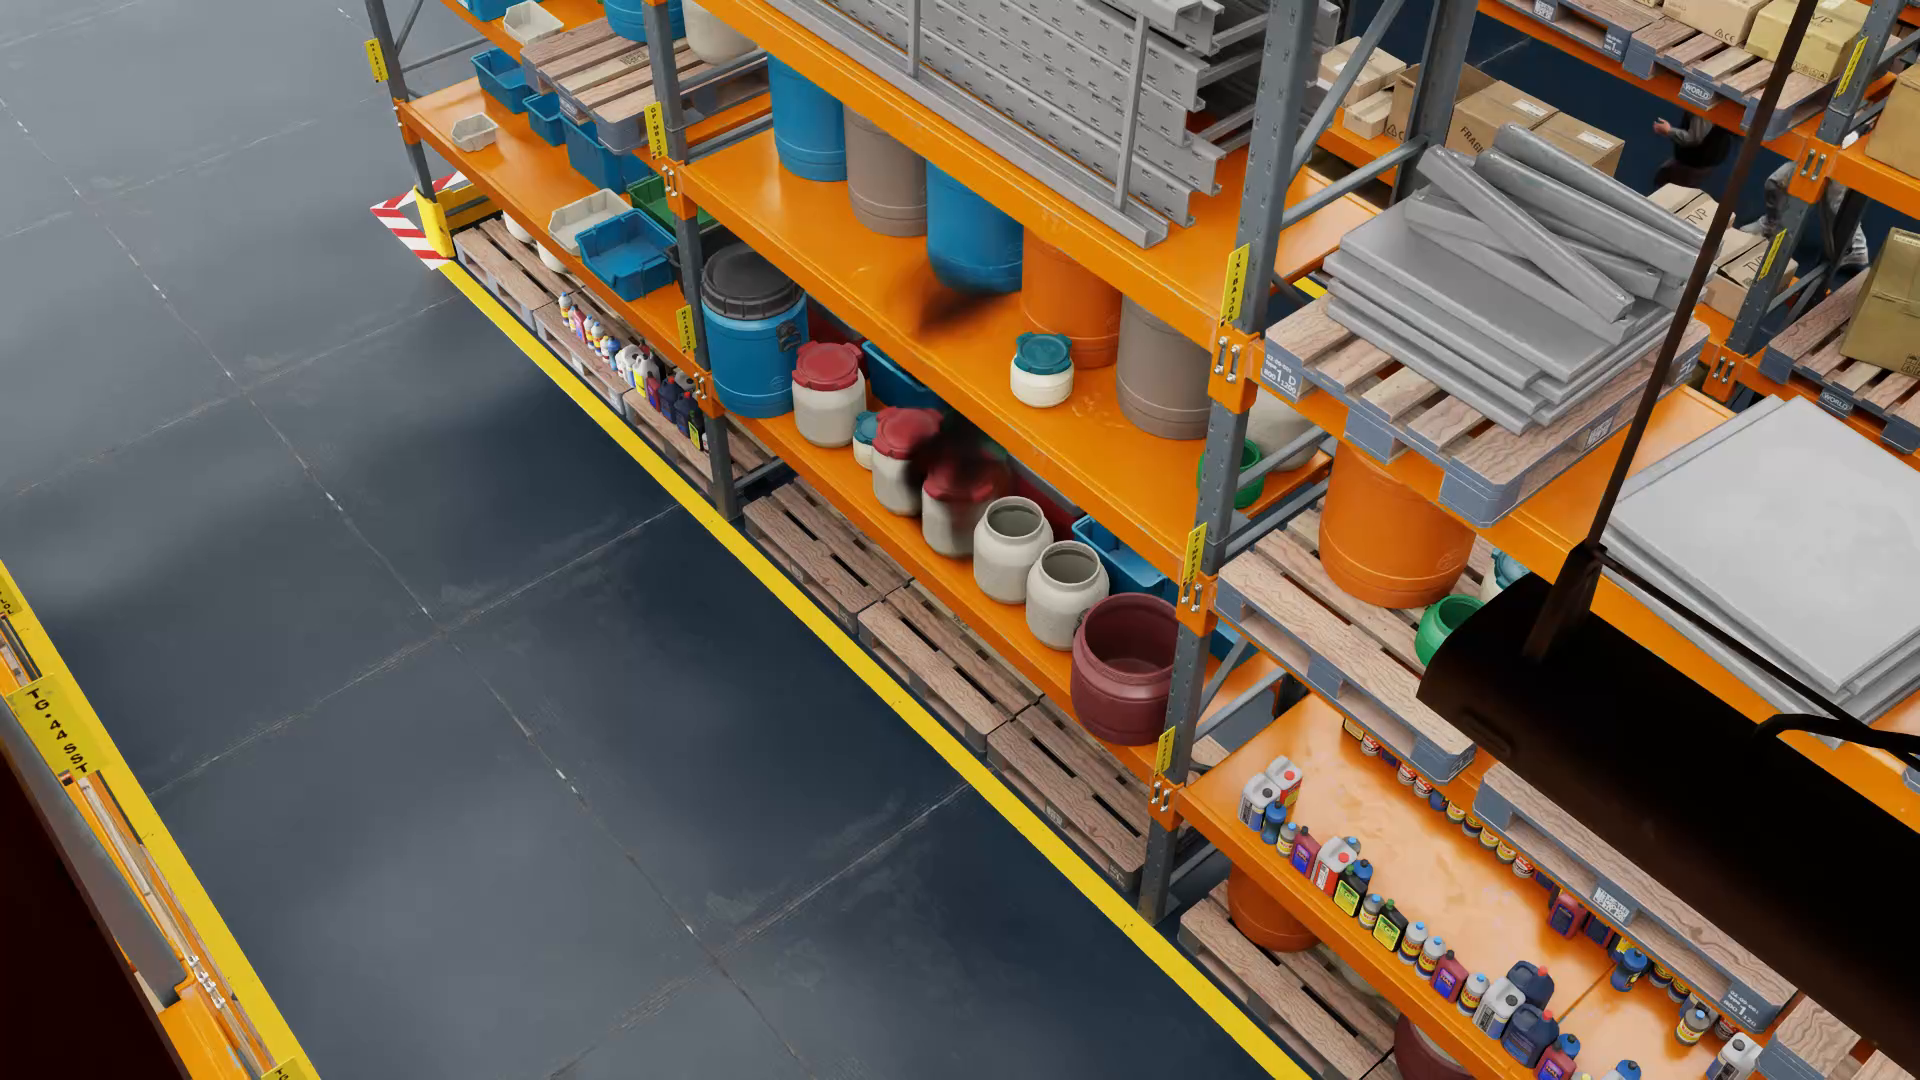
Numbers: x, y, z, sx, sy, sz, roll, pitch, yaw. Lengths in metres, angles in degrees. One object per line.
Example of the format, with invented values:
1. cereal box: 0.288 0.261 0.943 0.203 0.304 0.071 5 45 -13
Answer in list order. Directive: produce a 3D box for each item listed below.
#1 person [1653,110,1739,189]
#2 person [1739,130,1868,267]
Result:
1. person: 5.543 -2.903 12.567 0.660 1.709 0.674 36 56 29
2. person: 6.602 -2.888 12.671 1.172 1.526 0.708 29 53 25
